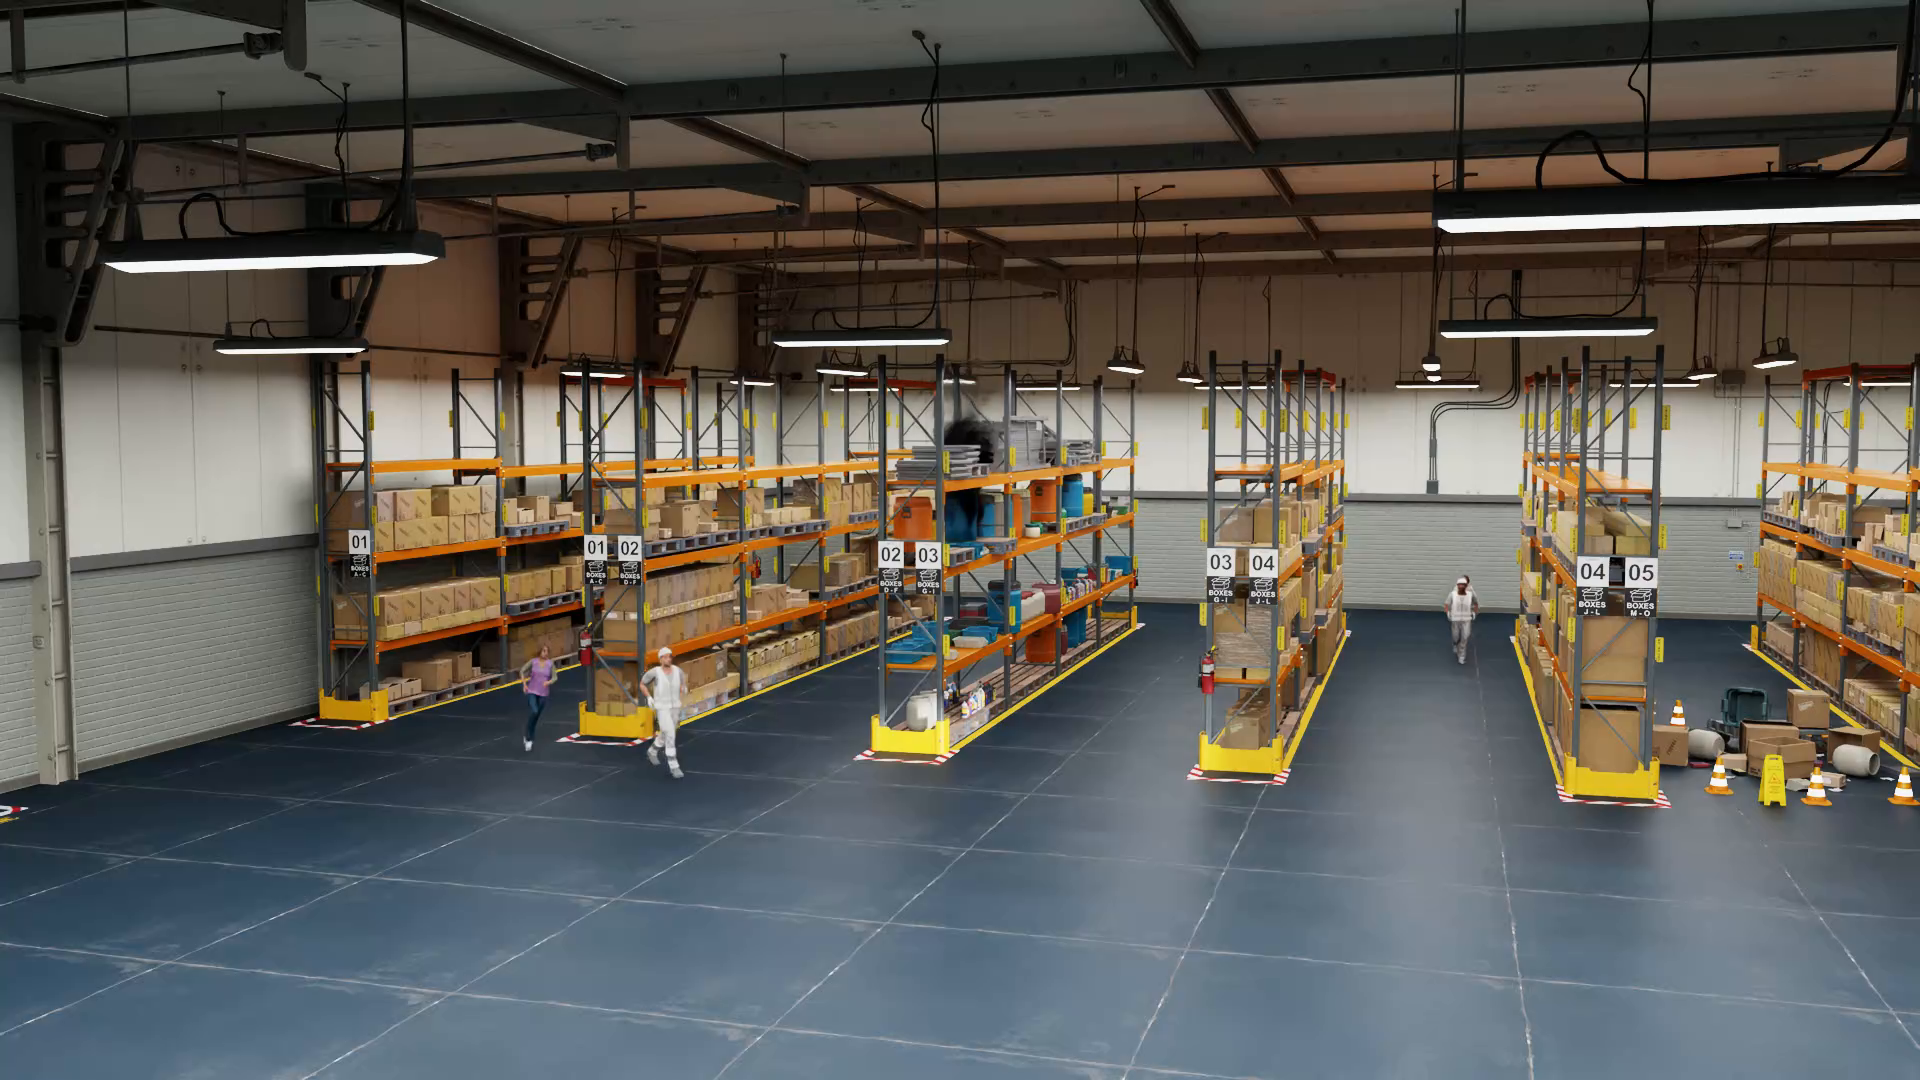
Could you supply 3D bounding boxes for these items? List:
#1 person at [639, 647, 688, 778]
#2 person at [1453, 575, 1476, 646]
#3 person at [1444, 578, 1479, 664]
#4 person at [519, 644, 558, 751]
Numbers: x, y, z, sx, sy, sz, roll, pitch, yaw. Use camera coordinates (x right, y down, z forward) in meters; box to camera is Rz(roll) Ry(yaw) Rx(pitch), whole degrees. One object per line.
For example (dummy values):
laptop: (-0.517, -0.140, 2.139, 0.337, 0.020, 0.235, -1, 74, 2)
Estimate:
person: (-4.162, 2.414, 23.636, 0.633, 1.804, 0.928, -4, 6, -44)
person: (11.241, 1.565, 37.186, 0.549, 1.592, 0.765, 2, 4, 22)
person: (10.420, 1.668, 34.558, 0.686, 1.755, 0.772, 1, 4, 13)
person: (-6.472, 2.399, 25.527, 0.546, 1.614, 0.649, -2, 5, -31)
